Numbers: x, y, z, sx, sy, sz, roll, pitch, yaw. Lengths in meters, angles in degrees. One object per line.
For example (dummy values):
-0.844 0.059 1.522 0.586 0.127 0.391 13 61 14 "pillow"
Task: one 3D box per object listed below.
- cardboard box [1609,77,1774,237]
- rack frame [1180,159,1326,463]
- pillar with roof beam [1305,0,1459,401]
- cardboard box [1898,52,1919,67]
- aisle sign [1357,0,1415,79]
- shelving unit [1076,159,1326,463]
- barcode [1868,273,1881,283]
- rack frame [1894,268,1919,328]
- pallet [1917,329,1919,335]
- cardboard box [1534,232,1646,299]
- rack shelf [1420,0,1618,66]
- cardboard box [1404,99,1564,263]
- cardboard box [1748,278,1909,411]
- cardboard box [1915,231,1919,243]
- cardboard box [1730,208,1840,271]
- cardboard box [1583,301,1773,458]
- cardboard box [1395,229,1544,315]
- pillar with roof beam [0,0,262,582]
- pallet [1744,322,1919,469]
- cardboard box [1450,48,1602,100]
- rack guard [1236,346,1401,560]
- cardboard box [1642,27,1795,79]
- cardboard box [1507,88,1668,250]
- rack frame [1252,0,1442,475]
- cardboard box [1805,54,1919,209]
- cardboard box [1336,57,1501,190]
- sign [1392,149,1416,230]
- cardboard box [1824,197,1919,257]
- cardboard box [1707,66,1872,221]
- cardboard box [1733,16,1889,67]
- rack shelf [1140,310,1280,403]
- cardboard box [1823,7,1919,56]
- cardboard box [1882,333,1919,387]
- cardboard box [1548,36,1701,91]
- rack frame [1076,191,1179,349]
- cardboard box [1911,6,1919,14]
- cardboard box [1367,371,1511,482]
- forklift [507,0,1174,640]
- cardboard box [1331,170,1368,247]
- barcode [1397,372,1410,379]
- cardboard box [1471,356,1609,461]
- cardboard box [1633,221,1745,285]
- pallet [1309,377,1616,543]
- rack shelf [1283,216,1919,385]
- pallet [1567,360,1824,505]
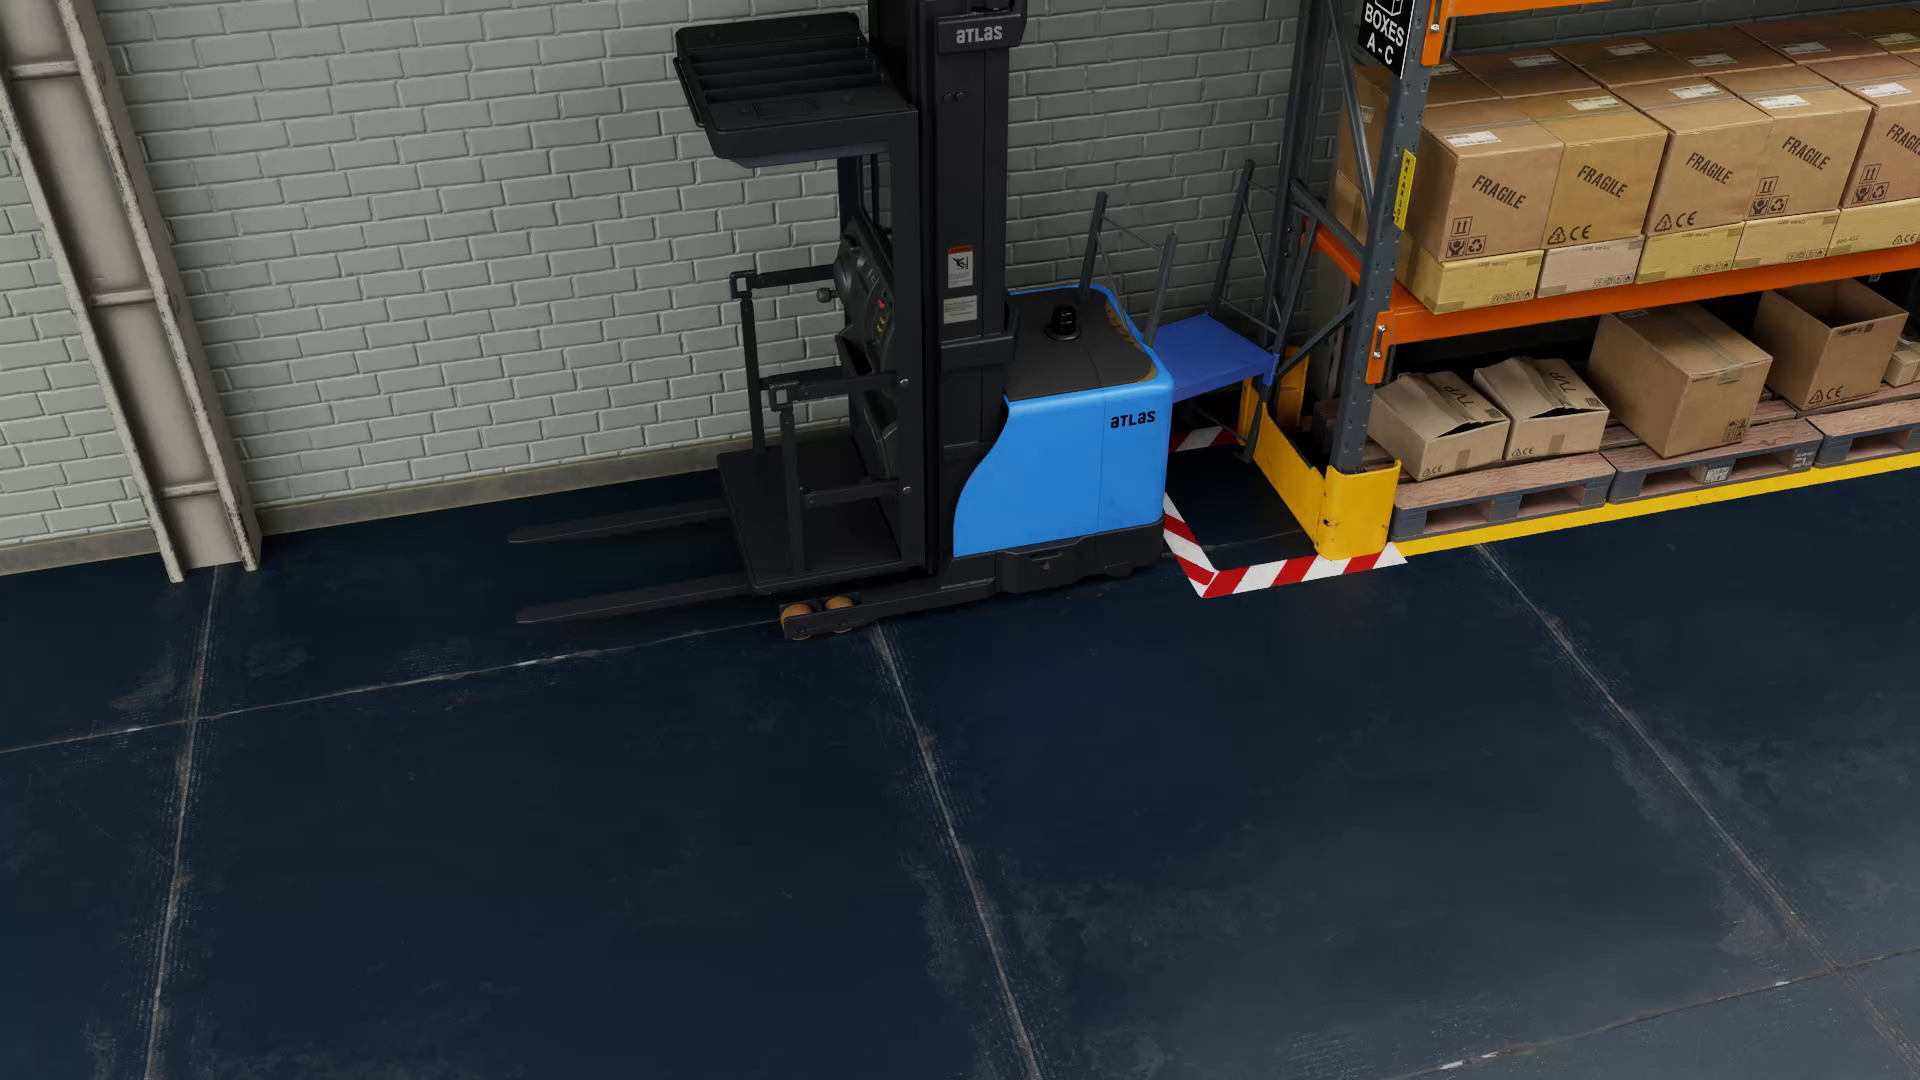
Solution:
3.236 -1.737 7.521 0.500 0.500 0.500 -11 39 -13 "cardboard box"
1.472 -1.143 8.484 0.032 1.500 0.500 -20 44 -35 "rack frame"
3.289 -1.917 3.329 0.400 9.000 9.100 -9 38 -12 "pillar with roof beam"
4.722 -1.982 7.841 0.500 0.500 0.500 -10 38 -12 "cardboard box"
1.725 -2.286 6.609 0.004 0.787 0.394 -9 38 -12 "aisle sign"
1.083 -1.001 8.189 1.048 1.500 0.538 -20 44 -35 "shelving unit"
4.994 -1.439 9.073 0.075 0.075 0.001 -9 38 -12 "barcode"
5.578 -2.074 8.472 0.127 3.000 1.000 -9 38 -12 "rack frame"
6.329 -1.091 9.482 1.213 0.211 1.003 -9 38 -12 "pallet"
2.768 -1.371 7.660 0.500 0.250 0.500 -10 39 -13 "cardboard box"
3.647 -2.663 7.365 4.000 0.370 1.077 -9 38 -12 "rack shelf"
2.256 -1.586 7.324 0.500 0.500 0.500 -9 38 -12 "cardboard box"
4.586 -1.069 8.853 0.500 0.500 0.500 -12 39 -15 "cardboard box"
4.717 -1.696 8.085 0.500 0.250 0.500 -9 38 -12 "cardboard box"
3.750 -1.527 7.864 0.500 0.250 0.500 -9 38 -12 "cardboard box"
3.679 -0.857 8.576 0.500 0.500 0.700 -12 39 -15 "cardboard box"
2.270 -1.280 7.541 0.500 0.250 0.500 -10 39 -13 "cardboard box"
-2.503 -0.966 2.086 0.400 9.000 9.100 -9 38 -12 "pillar with roof beam"
4.939 -0.840 9.153 1.213 0.211 1.003 -9 38 -12 "pallet"
2.605 -1.960 7.813 0.500 0.500 0.500 -9 38 -11 "cardboard box"
1.790 -0.460 8.419 0.348 0.500 1.175 -9 38 -12 "rack guard"
3.589 -2.125 8.028 0.500 0.500 0.500 -9 38 -11 "cardboard box"
2.735 -1.659 7.419 0.500 0.500 0.500 -9 38 -12 "cardboard box"
1.716 -1.441 7.644 0.127 3.000 1.000 -9 38 -12 "rack frame"
4.233 -1.909 7.745 0.500 0.500 0.500 -10 39 -13 "cardboard box"
2.116 -1.886 7.716 0.500 0.500 0.500 -10 38 -12 "cardboard box"
1.858 -1.466 6.965 0.005 0.325 0.100 -9 38 -12 "sign"
4.235 -1.607 7.969 0.500 0.250 0.500 -10 38 -12 "cardboard box"
3.731 -1.826 7.637 0.500 0.500 0.500 -8 38 -11 "cardboard box"
4.087 -2.213 8.144 0.500 0.500 0.500 -8 38 -11 "cardboard box"
1.058 -0.856 8.292 1.000 0.185 0.538 -20 44 -35 "rack shelf"
4.569 -2.289 8.243 0.500 0.500 0.500 -10 38 -12 "cardboard box"
5.069 -1.022 9.066 0.250 0.166 0.380 -14 40 -18 "cardboard box"
3.103 -2.045 7.923 0.500 0.500 0.500 -10 39 -13 "cardboard box"
0.693 -0.860 7.894 0.032 1.500 0.500 -20 44 -35 "rack frame"
5.070 -2.369 8.347 0.500 0.500 0.500 -10 39 -13 "cardboard box"
2.408 -0.604 8.402 0.500 0.311 0.500 -14 39 -17 "cardboard box"
-0.600 -1.063 7.206 3.031 2.935 1.130 -10 38 -12 "forklift"
2.117 -1.577 7.929 0.500 0.250 0.500 -9 38 -11 "cardboard box"
2.321 -0.846 8.709 0.075 0.075 0.001 -9 38 -12 "barcode"
2.958 -0.695 8.520 0.500 0.311 0.500 -6 38 -8 "cardboard box"
3.261 -1.448 7.761 0.500 0.250 0.500 -10 39 -13 "cardboard box"
2.583 -0.453 8.648 1.213 0.211 1.003 -9 38 -12 "pallet"
3.647 -1.472 8.277 4.000 0.370 1.077 -9 38 -12 "rack shelf"
3.759 -0.644 8.898 1.213 0.211 1.003 -9 38 -12 "pallet"
